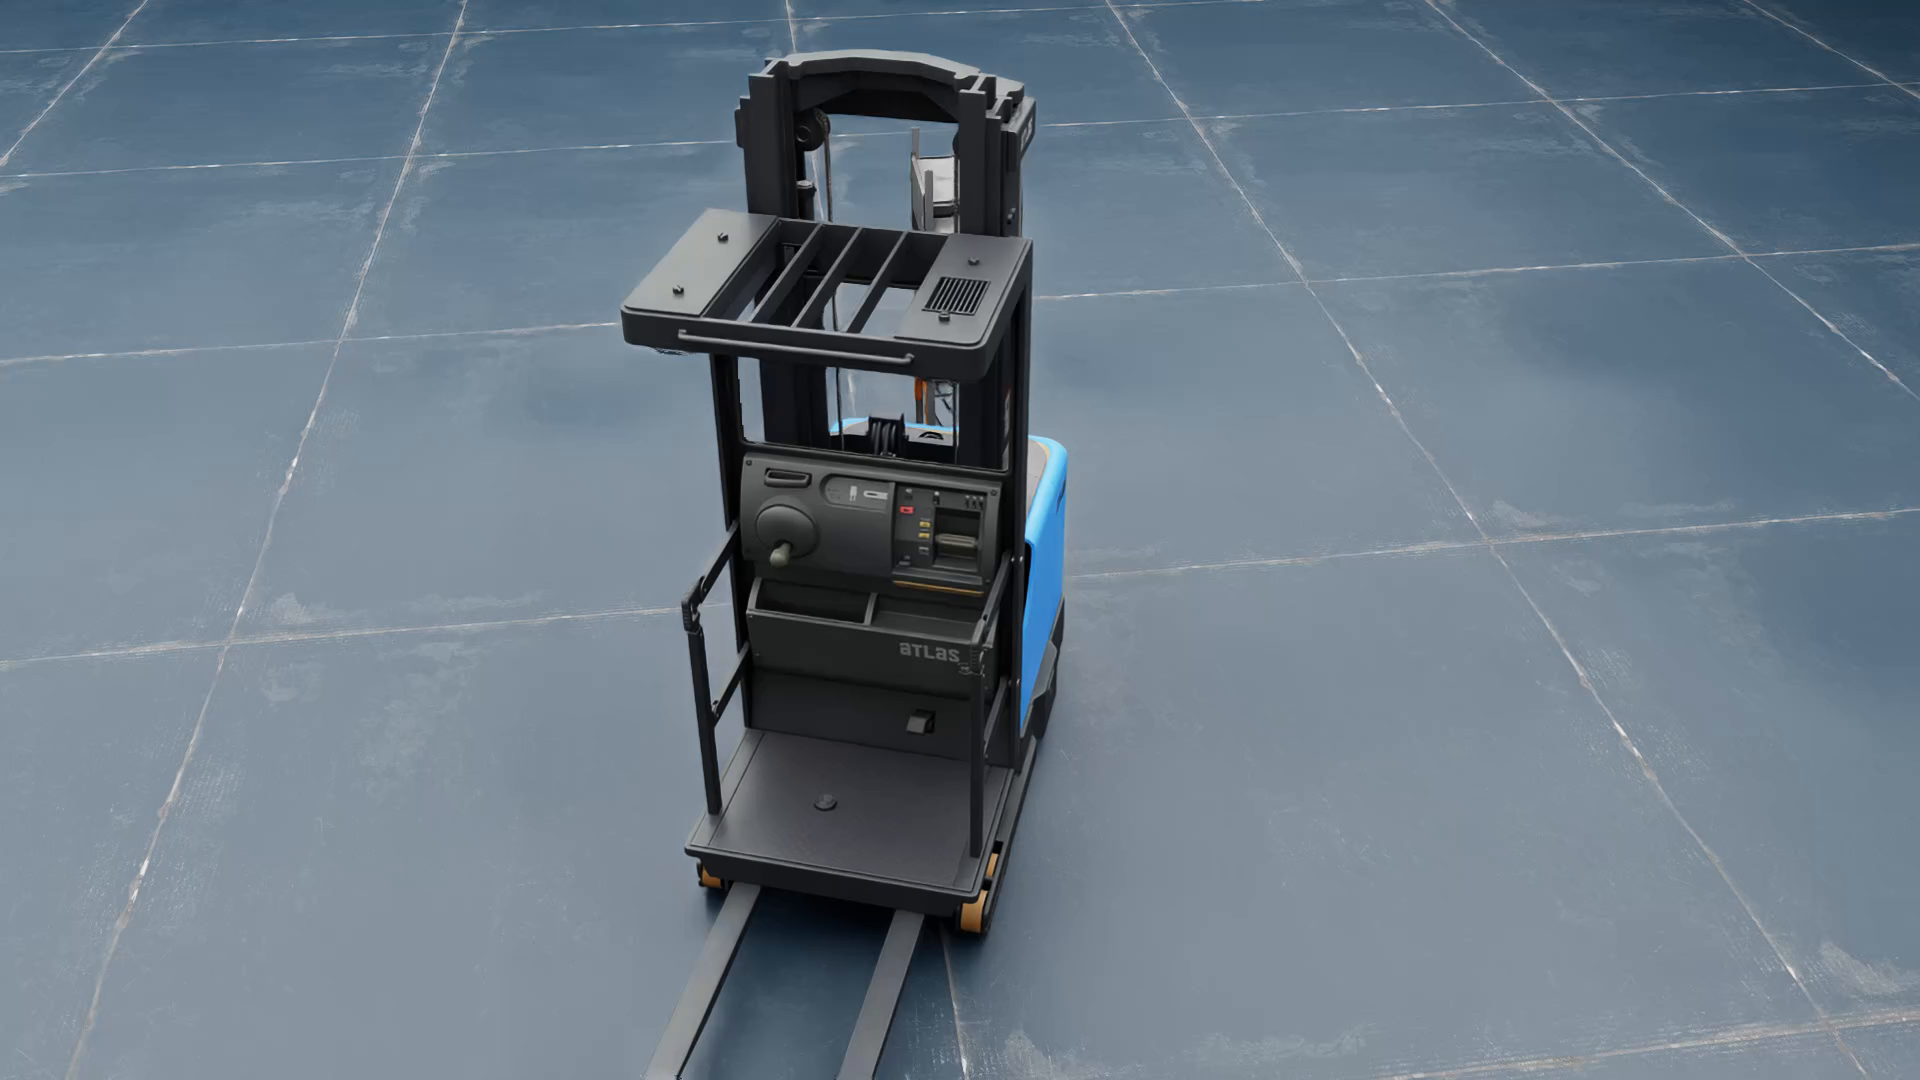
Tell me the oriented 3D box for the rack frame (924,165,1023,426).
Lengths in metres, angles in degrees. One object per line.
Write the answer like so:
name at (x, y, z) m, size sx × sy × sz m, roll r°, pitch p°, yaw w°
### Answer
rack frame at (0.055, -0.639, 7.323) m, size 0.400 × 2.100 × 0.015 m, roll -4°, pitch 35°, yaw -6°

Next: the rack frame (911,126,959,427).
rack frame at (-0.011, -0.911, 7.723) m, size 0.400 × 2.100 × 0.015 m, roll -4°, pitch 35°, yaw -6°

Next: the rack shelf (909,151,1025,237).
rack shelf at (0.022, -1.342, 7.137) m, size 0.431 × 0.518 × 0.480 m, roll -4°, pitch 35°, yaw -6°

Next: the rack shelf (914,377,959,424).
rack shelf at (0.022, -0.764, 7.531) m, size 0.431 × 0.518 × 0.480 m, roll -4°, pitch 35°, yaw -6°

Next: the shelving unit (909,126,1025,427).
shelving unit at (0.022, -0.775, 7.523) m, size 0.431 × 2.100 × 0.503 m, roll -4°, pitch 35°, yaw -6°

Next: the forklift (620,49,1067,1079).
forklift at (-0.365, 0.000, 5.647) m, size 1.130 × 2.935 × 3.031 m, roll 7°, pitch 35°, yaw 11°
